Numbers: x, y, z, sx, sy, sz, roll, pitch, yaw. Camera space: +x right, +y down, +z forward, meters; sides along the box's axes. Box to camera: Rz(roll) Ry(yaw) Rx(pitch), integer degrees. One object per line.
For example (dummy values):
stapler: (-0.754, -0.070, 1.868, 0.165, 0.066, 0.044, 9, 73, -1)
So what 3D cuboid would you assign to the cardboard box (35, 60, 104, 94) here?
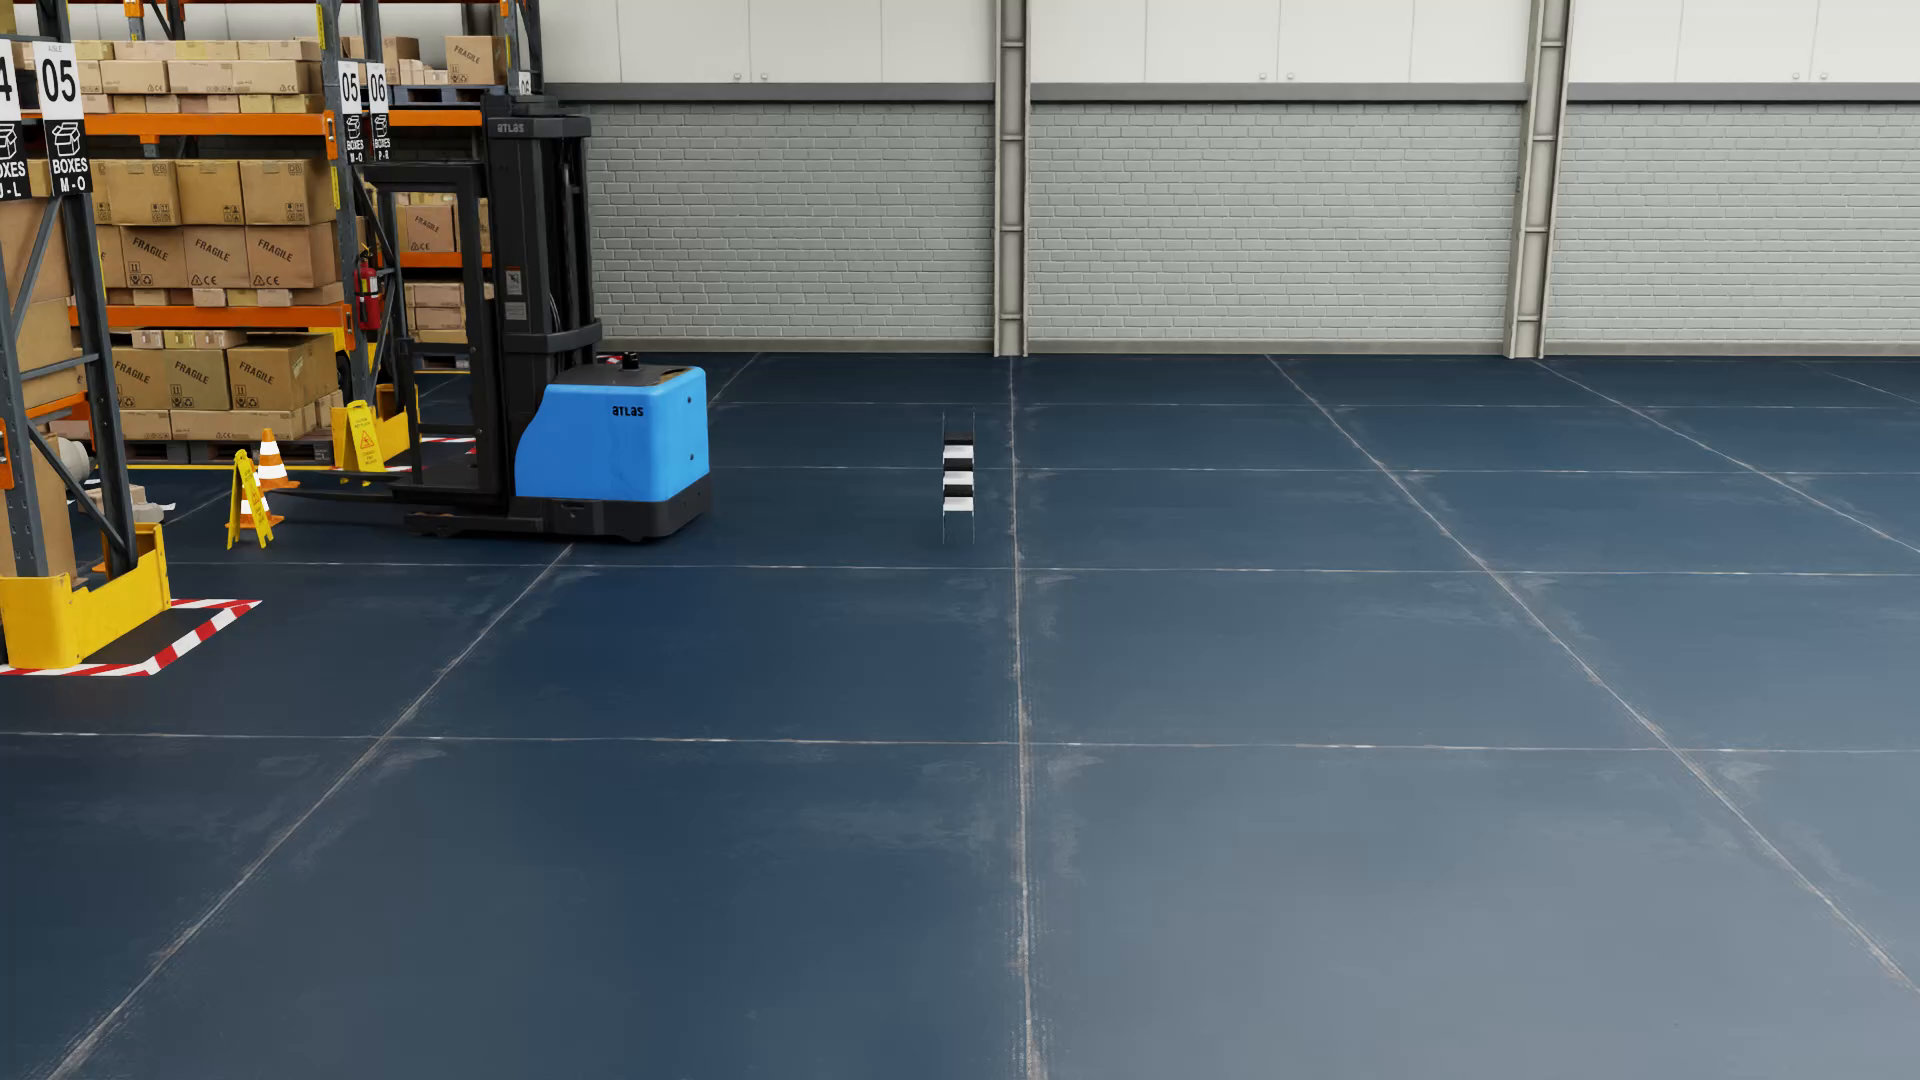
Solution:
cardboard box: (-6.894, -3.647, 13.113, 0.500, 0.250, 0.500, 1, 15, 2)

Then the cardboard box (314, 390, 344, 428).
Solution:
cardboard box: (-5.649, -1.131, 14.315, 0.500, 0.250, 0.500, 0, 15, 1)

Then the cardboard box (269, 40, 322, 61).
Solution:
cardboard box: (-5.195, -3.823, 13.001, 0.250, 0.149, 0.380, 1, 15, 2)

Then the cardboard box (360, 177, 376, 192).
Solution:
cardboard box: (-6.368, -3.885, 18.135, 0.250, 0.149, 0.380, 1, 15, 3)

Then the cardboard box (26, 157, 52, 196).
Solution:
cardboard box: (-7.402, -2.806, 13.358, 0.500, 0.500, 0.700, 0, 15, 0)

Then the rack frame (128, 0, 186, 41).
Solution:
rack frame: (-8.725, -6.375, 17.862, 0.127, 3.000, 1.000, 0, 15, 1)

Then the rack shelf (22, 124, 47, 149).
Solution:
rack shelf: (-6.874, -2.035, 8.702, 4.000, 0.370, 1.077, 0, 15, 1)

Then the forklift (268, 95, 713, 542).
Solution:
forklift: (-3.357, -1.563, 11.517, 3.031, 2.935, 1.130, 3, 15, 10)

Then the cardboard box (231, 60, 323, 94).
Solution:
cardboard box: (-5.368, -3.638, 13.081, 0.500, 0.250, 0.500, 0, 15, 1)

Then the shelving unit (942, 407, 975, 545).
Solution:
shelving unit: (-0.008, -0.435, 11.225, 0.210, 0.900, 0.258, 0, 15, 1)

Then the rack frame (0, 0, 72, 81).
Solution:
rack frame: (-4.875, -3.820, 8.178, 0.127, 3.000, 1.000, 0, 15, 1)

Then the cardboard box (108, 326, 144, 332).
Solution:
cardboard box: (-9.247, -2.529, 18.879, 0.625, 0.625, 0.875, 1, 15, 4)

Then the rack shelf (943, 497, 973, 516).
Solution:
rack shelf: (-0.008, -0.229, 11.280, 0.200, 0.077, 0.258, 0, 15, 1)

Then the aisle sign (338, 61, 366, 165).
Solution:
aisle sign: (-4.795, -3.365, 13.117, 0.004, 0.787, 0.394, 0, 15, 1)

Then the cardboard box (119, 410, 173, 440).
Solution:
cardboard box: (-6.705, -1.000, 13.815, 0.500, 0.250, 0.500, 0, 15, -1)

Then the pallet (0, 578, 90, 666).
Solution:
pallet: (-5.676, 0.444, 9.243, 1.213, 0.211, 1.003, 0, 15, 1)

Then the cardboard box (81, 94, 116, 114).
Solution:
cardboard box: (-6.750, -3.441, 13.113, 0.250, 0.149, 0.380, 0, 15, 1)

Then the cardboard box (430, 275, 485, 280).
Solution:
cardboard box: (-5.701, -2.859, 18.902, 0.500, 0.250, 0.500, 0, 15, 2)

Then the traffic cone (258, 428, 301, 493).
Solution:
traffic cone: (-5.312, -0.629, 12.818, 0.334, 0.463, 0.336, 0, 15, 1)

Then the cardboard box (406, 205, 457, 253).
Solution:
cardboard box: (-5.743, -3.438, 18.296, 0.500, 0.500, 0.500, 1, 15, 3)

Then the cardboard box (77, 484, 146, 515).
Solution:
cardboard box: (-6.210, -0.297, 12.174, 0.250, 0.149, 0.380, 9, 17, 30)

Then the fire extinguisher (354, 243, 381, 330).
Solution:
fire extinguisher: (-4.747, -2.026, 13.292, 0.183, 0.674, 0.296, 0, 15, 1)

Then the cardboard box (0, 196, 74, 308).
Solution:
cardboard box: (-5.245, -1.526, 8.833, 0.550, 0.550, 0.875, 0, 15, 1)

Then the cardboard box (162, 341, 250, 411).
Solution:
cardboard box: (-6.179, -1.359, 13.709, 0.500, 0.500, 0.500, 1, 15, 4)

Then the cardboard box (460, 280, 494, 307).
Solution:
cardboard box: (-5.195, -2.728, 18.408, 0.500, 0.250, 0.500, 1, 15, 3)

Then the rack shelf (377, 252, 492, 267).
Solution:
rack shelf: (-6.726, -3.113, 18.670, 4.000, 0.370, 1.077, 0, 15, 1)

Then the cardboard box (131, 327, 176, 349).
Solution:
cardboard box: (-6.540, -1.660, 13.578, 0.250, 0.149, 0.380, 1, 15, 4)

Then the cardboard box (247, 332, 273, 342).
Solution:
cardboard box: (-6.195, -1.496, 14.228, 0.500, 0.500, 0.500, 0, 15, -1)

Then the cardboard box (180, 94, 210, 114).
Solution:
cardboard box: (-5.979, -3.464, 13.203, 0.250, 0.149, 0.380, 0, 15, 2)

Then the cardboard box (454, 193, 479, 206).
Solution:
cardboard box: (-5.336, -3.735, 18.148, 0.250, 0.149, 0.380, 1, 15, 2)

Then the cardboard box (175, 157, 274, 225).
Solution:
cardboard box: (-5.871, -2.810, 13.373, 0.500, 0.500, 0.700, 1, 15, 2)

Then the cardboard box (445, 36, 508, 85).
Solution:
cardboard box: (-5.175, -5.139, 17.842, 0.500, 0.500, 0.500, 1, 15, 3)

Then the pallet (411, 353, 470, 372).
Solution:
pallet: (-5.492, -2.094, 18.863, 1.213, 0.211, 1.003, 0, 15, 1)

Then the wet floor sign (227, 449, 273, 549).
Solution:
wet floor sign: (-4.795, -0.285, 11.157, 0.232, 0.644, 0.267, -2, 15, -8)

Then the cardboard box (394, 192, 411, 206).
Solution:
cardboard box: (-6.110, -3.746, 18.192, 0.250, 0.149, 0.380, 0, 15, 0)

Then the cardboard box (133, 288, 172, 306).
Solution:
cardboard box: (-6.509, -1.999, 13.529, 0.250, 0.149, 0.380, 0, 15, 1)

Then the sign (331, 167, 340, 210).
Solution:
sign: (-4.883, -2.753, 13.006, 0.005, 0.325, 0.100, 0, 15, 1)

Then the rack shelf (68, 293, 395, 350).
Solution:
rack shelf: (-6.849, -1.847, 13.872, 4.000, 0.370, 1.077, 0, 15, 1)

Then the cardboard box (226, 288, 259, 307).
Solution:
cardboard box: (-5.740, -1.989, 13.491, 0.250, 0.149, 0.380, 0, 15, 0)

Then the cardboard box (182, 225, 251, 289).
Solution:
cardboard box: (-5.899, -2.312, 13.444, 0.500, 0.500, 0.500, 0, 15, 2)

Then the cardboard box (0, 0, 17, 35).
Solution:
cardboard box: (-5.351, -2.761, 8.735, 0.500, 0.250, 0.500, 0, 15, 1)

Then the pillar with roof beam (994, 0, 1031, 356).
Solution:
pillar with roof beam: (0.489, -5.446, 14.342, 0.400, 9.000, 9.100, 0, 15, 1)

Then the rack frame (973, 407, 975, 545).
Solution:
rack frame: (0.094, -0.435, 11.223, 0.006, 0.900, 0.240, 0, 15, 1)

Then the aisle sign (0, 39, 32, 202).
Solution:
aisle sign: (-4.811, -2.099, 8.320, 0.004, 0.787, 0.394, 0, 15, 1)

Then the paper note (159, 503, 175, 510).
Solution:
paper note: (-5.845, -0.245, 12.208, 0.142, 0.019, 0.148, -5, 16, -18)

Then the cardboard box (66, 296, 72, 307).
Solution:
cardboard box: (-7.263, -1.992, 13.503, 0.250, 0.149, 0.380, 0, 15, 2)

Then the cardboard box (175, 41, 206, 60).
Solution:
cardboard box: (-5.960, -3.847, 13.089, 0.250, 0.149, 0.380, 0, 15, 2)

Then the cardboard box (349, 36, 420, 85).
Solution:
cardboard box: (-6.196, -5.171, 17.964, 0.500, 0.500, 0.700, 0, 15, 2)

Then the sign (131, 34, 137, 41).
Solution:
sign: (-8.729, -5.188, 17.614, 0.005, 0.325, 0.100, 0, 15, 1)

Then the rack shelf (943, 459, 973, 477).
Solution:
rack shelf: (-0.008, -0.490, 11.211, 0.200, 0.077, 0.258, 0, 15, 1)

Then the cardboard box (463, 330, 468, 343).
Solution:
cardboard box: (-5.204, -2.244, 18.532, 0.500, 0.250, 0.500, 0, 15, 2)

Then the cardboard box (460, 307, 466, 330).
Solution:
cardboard box: (-5.221, -2.487, 18.472, 0.500, 0.250, 0.500, 0, 15, 1)

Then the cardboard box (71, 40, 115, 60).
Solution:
cardboard box: (-6.729, -3.825, 13.006, 0.250, 0.149, 0.380, 1, 15, 3)

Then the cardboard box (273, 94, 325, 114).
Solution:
cardboard box: (-5.213, -3.442, 13.118, 0.250, 0.149, 0.380, 0, 15, 2)

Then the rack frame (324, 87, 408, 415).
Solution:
rack frame: (-4.849, -2.182, 13.730, 0.127, 3.000, 1.000, 0, 15, 1)
